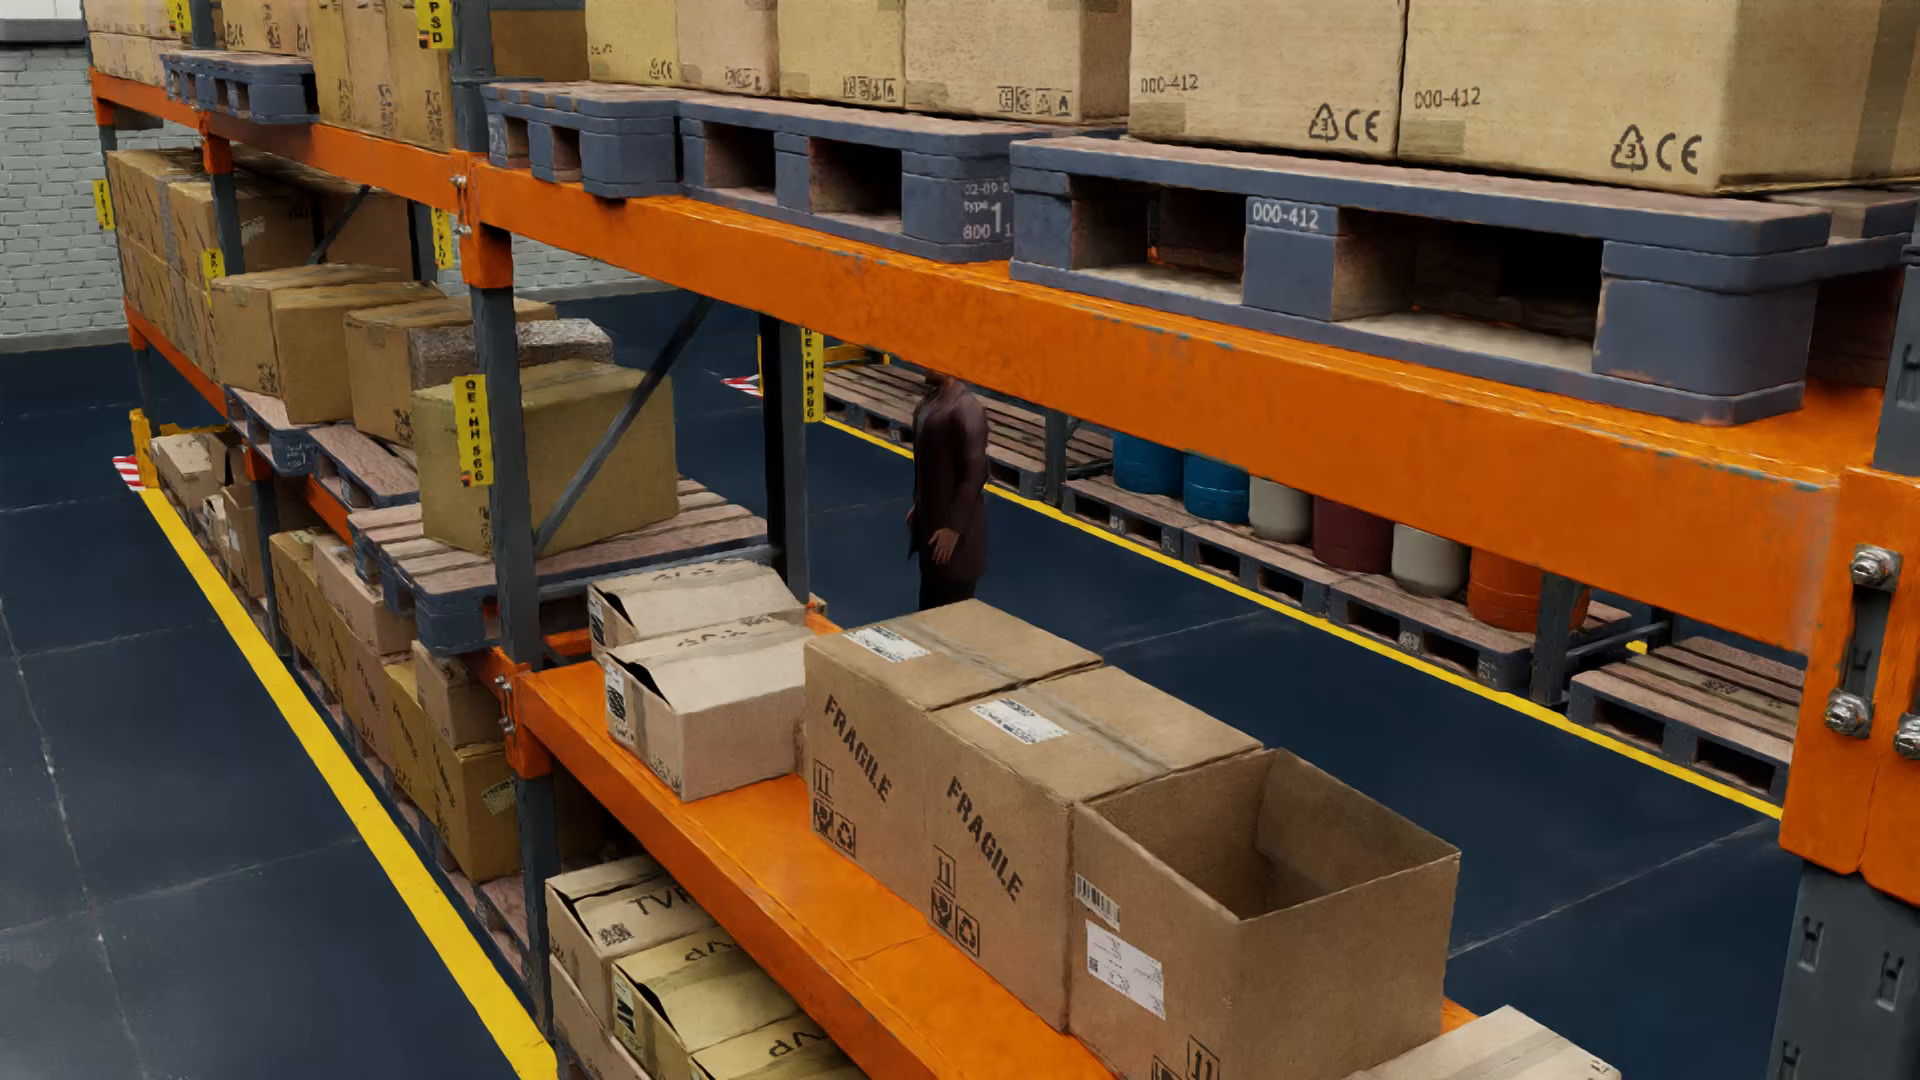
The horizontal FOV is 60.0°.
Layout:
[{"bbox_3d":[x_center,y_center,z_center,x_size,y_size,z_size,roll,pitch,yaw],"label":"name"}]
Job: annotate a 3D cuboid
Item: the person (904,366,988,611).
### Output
[{"bbox_3d":[-0.109,-0.063,7.758,0.435,1.830,0.634,-6,19,-17],"label":"person"}]
